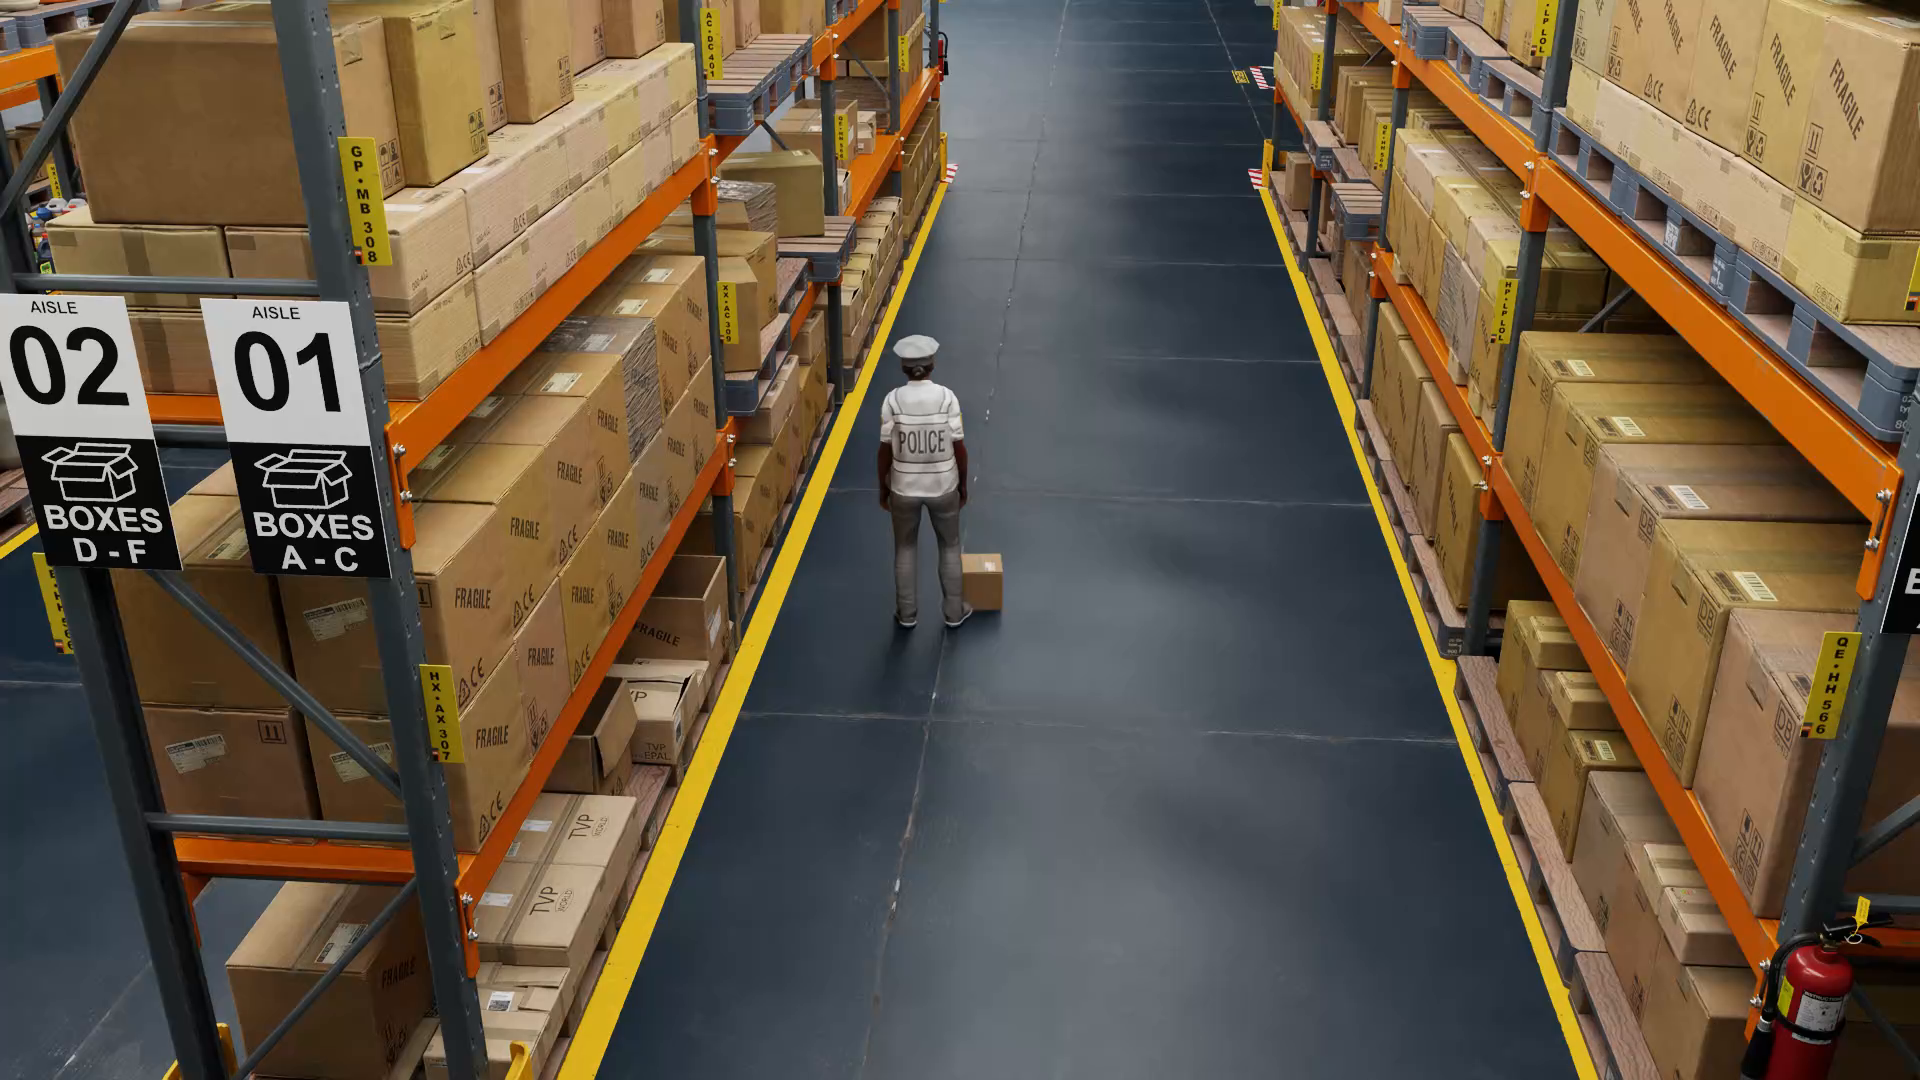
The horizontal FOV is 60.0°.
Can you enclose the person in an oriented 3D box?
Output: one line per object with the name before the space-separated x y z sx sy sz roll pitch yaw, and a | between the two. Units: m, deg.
person | -0.191 -0.292 9.243 0.530 1.658 0.397 0 25 -1
